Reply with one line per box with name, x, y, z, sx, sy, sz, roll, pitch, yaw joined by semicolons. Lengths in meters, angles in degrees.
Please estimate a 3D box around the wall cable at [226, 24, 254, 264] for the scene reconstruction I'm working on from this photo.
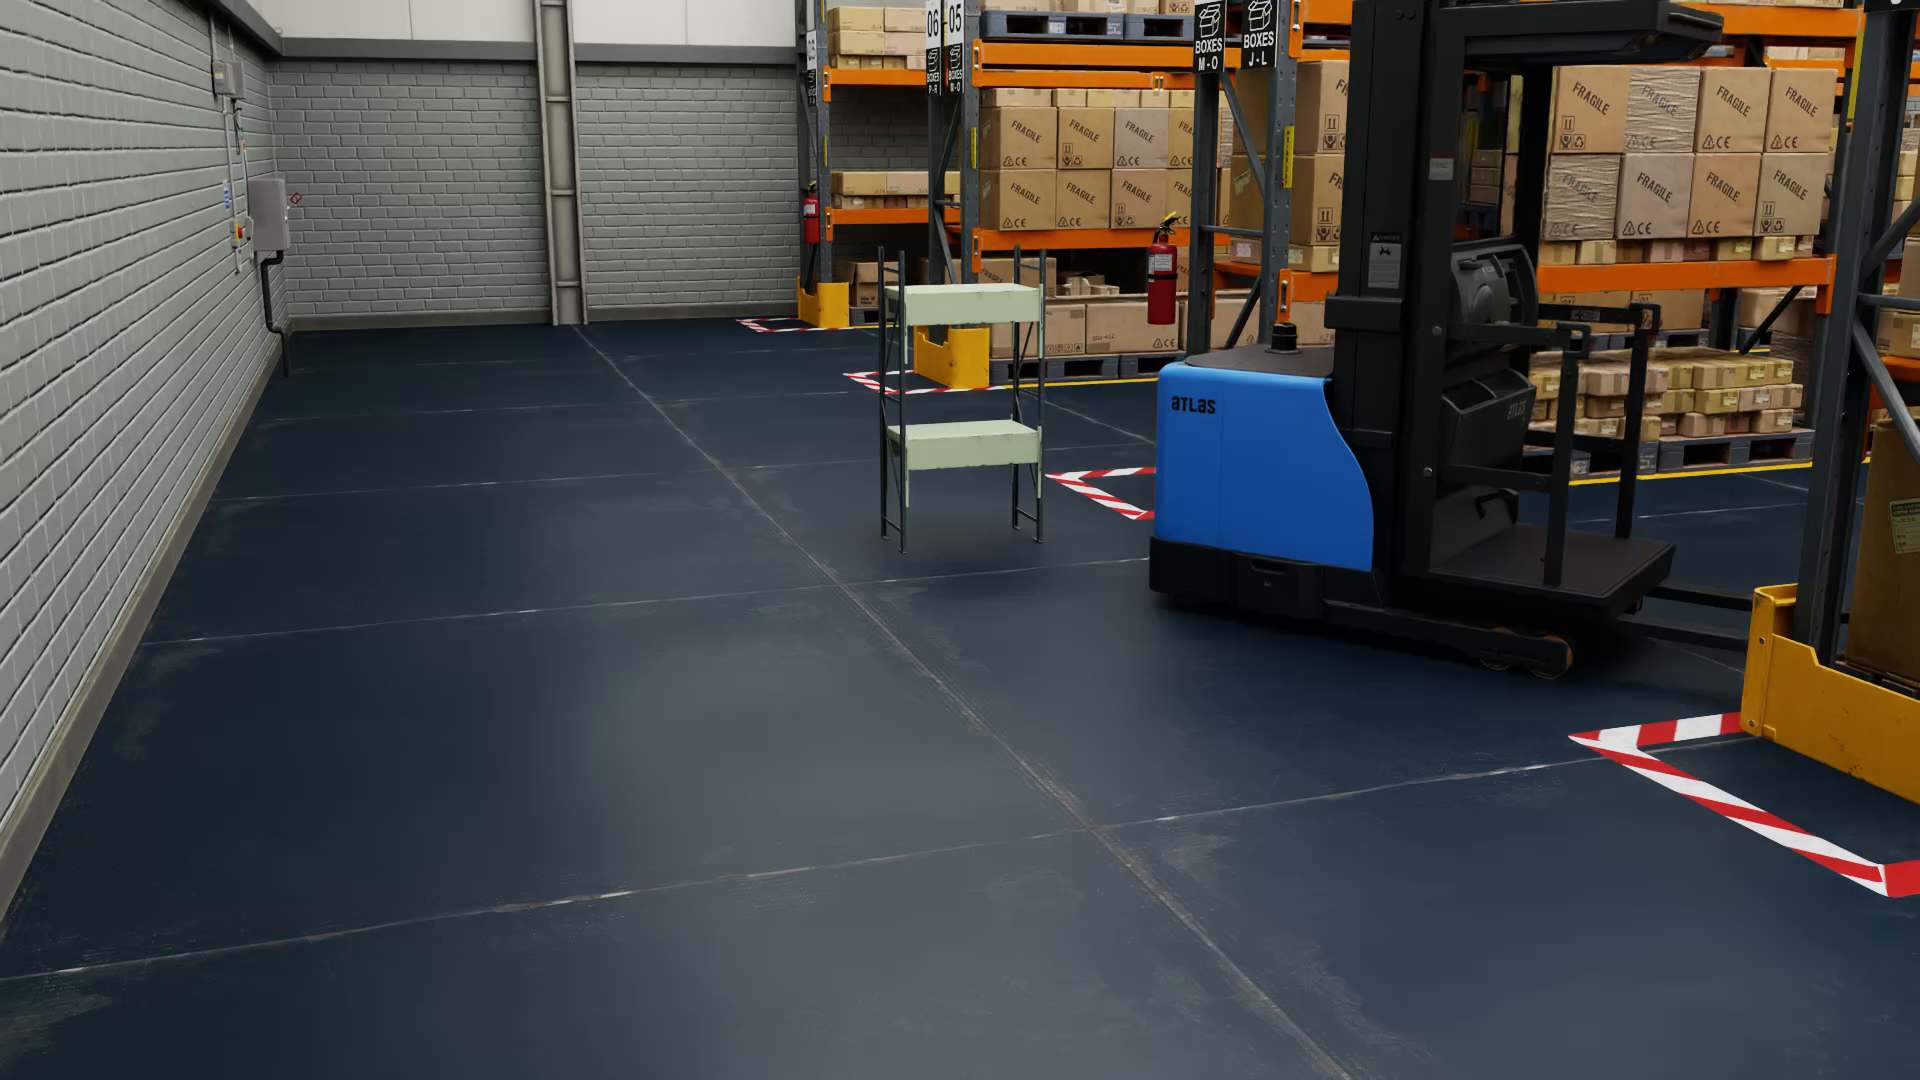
wall cable;-5.862;-3.246;13.613;0.122;1.984;0.588;-4;14;-18

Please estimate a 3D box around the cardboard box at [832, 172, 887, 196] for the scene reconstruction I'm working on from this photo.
cardboard box;-1.132;-3.998;18.649;0.500;0.250;0.500;-4;14;-18

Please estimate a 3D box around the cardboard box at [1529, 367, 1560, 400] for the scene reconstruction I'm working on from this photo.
cardboard box;3.459;-0.957;10.154;0.250;0.149;0.380;-4;14;-17

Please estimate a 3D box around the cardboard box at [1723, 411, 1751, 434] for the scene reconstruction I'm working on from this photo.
cardboard box;4.868;-0.793;10.748;0.250;0.149;0.380;-4;14;-16

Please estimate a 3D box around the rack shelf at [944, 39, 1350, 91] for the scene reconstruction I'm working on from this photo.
rack shelf;1.834;-4.120;14.555;4.000;0.370;1.077;-4;14;-18

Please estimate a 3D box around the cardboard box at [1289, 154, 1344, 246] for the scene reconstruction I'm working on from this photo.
cardboard box;2.127;-1.951;9.504;0.500;0.500;0.500;-4;14;-15

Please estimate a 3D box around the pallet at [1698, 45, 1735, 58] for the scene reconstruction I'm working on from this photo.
pallet;6.927;-4.762;16.106;1.003;0.211;1.213;-4;14;-15

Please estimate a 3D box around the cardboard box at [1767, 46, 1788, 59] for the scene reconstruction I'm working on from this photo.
cardboard box;7.873;-4.777;16.303;0.250;0.149;0.380;-4;14;-18

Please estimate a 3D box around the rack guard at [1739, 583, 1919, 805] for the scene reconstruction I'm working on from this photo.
rack guard;3.076;0.528;5.342;0.348;0.500;1.175;-4;14;-18

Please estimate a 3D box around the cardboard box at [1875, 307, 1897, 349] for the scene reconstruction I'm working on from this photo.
cardboard box;6.189;-1.430;11.046;0.500;0.250;0.500;-5;14;-21

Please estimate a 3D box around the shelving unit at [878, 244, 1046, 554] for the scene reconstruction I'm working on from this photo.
shelving unit;0.006;-0.730;8.471;0.755;1.500;0.431;-4;14;-18

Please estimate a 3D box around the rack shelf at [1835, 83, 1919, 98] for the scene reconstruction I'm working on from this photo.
rack shelf;11.621;-6.094;22.854;4.000;0.370;1.077;-4;14;-18

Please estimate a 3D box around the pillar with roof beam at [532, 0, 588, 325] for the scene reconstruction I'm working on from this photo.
pillar with roof beam;-3.118;-5.925;14.104;0.400;9.000;9.100;-4;14;-18

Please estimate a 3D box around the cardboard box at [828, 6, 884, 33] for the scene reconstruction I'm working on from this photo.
cardboard box;-1.148;-5.704;18.258;0.500;0.250;0.500;-5;14;-19

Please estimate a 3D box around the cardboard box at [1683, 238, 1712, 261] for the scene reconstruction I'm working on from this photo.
cardboard box;4.460;-1.832;10.406;0.250;0.149;0.380;-5;14;-20

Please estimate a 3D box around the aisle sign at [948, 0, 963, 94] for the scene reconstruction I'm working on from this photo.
aisle sign;-0.037;-4.059;13.607;0.004;0.787;0.394;-4;14;-18

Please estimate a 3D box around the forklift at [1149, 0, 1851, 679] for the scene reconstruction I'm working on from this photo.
forklift;2.336;-1.029;6.637;3.031;2.935;1.130;10;16;35

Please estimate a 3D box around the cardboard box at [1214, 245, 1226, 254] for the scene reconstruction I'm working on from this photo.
cardboard box;3.045;-3.578;20.294;0.250;0.149;0.380;-5;14;-21

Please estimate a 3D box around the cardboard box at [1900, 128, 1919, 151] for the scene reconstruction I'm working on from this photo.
cardboard box;9.490;-3.950;16.999;0.500;0.500;0.500;-5;14;-20

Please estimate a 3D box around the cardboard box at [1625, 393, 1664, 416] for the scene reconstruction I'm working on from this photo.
cardboard box;4.202;-0.883;10.483;0.250;0.149;0.380;-4;14;-17

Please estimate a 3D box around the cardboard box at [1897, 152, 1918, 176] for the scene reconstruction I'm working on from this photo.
cardboard box;5.924;-2.380;10.516;0.250;0.149;0.380;-4;14;-15

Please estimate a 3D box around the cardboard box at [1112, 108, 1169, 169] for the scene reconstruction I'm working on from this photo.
cardboard box;1.457;-3.451;14.291;0.500;0.500;0.500;-5;14;-18

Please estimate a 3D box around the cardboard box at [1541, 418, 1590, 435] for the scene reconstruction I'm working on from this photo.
cardboard box;3.673;-0.688;10.306;0.250;0.149;0.380;-4;14;-18

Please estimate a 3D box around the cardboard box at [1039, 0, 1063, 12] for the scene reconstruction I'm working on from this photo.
cardboard box;0.708;-4.555;14.246;0.250;0.149;0.380;-6;14;-22

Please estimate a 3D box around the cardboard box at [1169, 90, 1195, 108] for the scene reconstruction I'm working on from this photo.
cardboard box;1.846;-3.785;14.293;0.250;0.149;0.380;-5;14;-19

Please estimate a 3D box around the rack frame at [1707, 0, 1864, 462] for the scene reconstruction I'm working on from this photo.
rack frame;5.404;-2.080;10.906;0.127;3.000;1.000;-4;14;-18

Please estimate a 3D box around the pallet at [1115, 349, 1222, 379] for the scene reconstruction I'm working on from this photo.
pallet;1.826;-1.672;15.216;1.213;0.211;1.003;-4;14;-18

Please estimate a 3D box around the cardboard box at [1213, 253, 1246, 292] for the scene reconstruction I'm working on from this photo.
cardboard box;3.175;-3.263;20.372;0.500;0.500;0.500;-5;14;-19

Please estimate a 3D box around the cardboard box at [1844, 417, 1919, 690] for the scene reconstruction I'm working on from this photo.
cardboard box;3.680;0.075;5.530;0.875;0.875;0.875;-4;14;-18

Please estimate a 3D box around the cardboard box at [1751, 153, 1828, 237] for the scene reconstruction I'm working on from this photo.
cardboard box;5.036;-2.176;10.450;0.500;0.500;0.500;-4;14;-18

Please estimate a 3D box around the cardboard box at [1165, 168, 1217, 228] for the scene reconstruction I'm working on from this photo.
cardboard box;1.913;-3.002;14.565;0.500;0.500;0.500;-4;14;-16

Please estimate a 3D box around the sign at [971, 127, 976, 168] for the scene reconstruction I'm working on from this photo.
sign;0.110;-3.201;13.575;0.005;0.325;0.100;-4;14;-18

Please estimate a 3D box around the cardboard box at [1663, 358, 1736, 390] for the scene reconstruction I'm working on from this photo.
cardboard box;4.687;-1.056;10.569;0.250;0.149;0.380;-5;14;-19

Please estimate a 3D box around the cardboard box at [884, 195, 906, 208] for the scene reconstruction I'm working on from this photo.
cardboard box;-0.785;-3.849;18.887;0.250;0.149;0.380;-5;14;-19

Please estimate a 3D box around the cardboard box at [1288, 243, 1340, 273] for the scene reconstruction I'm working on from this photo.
cardboard box;2.025;-1.615;9.493;0.250;0.149;0.380;-5;14;-19

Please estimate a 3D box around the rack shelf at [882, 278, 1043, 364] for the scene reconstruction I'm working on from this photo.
rack shelf;0.006;-1.110;8.381;0.720;0.370;0.431;-4;14;-18

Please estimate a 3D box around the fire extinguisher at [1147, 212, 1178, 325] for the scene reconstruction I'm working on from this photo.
fire extinguisher;1.227;-1.649;10.065;0.183;0.674;0.296;-4;14;-18

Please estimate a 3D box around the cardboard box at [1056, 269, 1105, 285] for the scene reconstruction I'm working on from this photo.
cardboard box;1.441;-3.146;20.290;0.500;0.311;0.500;-4;14;-16

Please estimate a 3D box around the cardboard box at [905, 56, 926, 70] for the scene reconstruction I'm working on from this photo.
cardboard box;-0.514;-5.297;18.492;0.250;0.149;0.380;-4;14;-17

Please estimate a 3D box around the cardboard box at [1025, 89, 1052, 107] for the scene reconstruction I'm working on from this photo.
cardboard box;0.589;-3.714;13.998;0.250;0.149;0.380;-4;14;-17

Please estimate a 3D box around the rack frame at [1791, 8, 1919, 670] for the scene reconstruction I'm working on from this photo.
rack frame;3.099;-0.690;5.060;0.127;3.000;1.000;-4;14;-18

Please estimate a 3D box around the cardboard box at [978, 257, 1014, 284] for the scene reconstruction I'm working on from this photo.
cardboard box;0.317;-3.036;19.418;0.500;0.500;0.500;-4;14;-17

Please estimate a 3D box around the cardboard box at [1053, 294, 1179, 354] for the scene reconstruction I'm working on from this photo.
cardboard box;1.397;-1.961;15.035;0.875;0.438;0.875;-4;14;-17

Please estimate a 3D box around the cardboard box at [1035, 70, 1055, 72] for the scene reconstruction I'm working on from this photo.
cardboard box;0.909;-5.427;19.036;0.250;0.149;0.380;-4;14;-16

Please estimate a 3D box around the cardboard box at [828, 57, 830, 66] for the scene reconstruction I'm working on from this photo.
cardboard box;-1.419;-5.363;18.768;0.250;0.149;0.380;-4;14;-17

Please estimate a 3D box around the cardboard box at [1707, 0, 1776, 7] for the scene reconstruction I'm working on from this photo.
cardboard box;4.548;-3.337;10.031;0.500;0.250;0.500;-4;14;-18

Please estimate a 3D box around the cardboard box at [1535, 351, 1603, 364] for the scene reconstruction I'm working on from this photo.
cardboard box;4.000;-1.145;10.943;0.250;0.149;0.380;-4;14;-17

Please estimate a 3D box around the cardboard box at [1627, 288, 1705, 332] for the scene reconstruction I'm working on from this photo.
cardboard box;6.840;-2.592;16.740;0.875;0.875;0.875;-5;14;-19

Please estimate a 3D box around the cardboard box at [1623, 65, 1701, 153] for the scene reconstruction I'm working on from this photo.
cardboard box;4.067;-2.592;10.038;0.500;0.500;0.500;-4;14;-17

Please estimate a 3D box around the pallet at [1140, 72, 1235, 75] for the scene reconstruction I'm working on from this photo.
pallet;2.783;-5.647;19.827;1.003;0.211;1.213;-4;14;-18
